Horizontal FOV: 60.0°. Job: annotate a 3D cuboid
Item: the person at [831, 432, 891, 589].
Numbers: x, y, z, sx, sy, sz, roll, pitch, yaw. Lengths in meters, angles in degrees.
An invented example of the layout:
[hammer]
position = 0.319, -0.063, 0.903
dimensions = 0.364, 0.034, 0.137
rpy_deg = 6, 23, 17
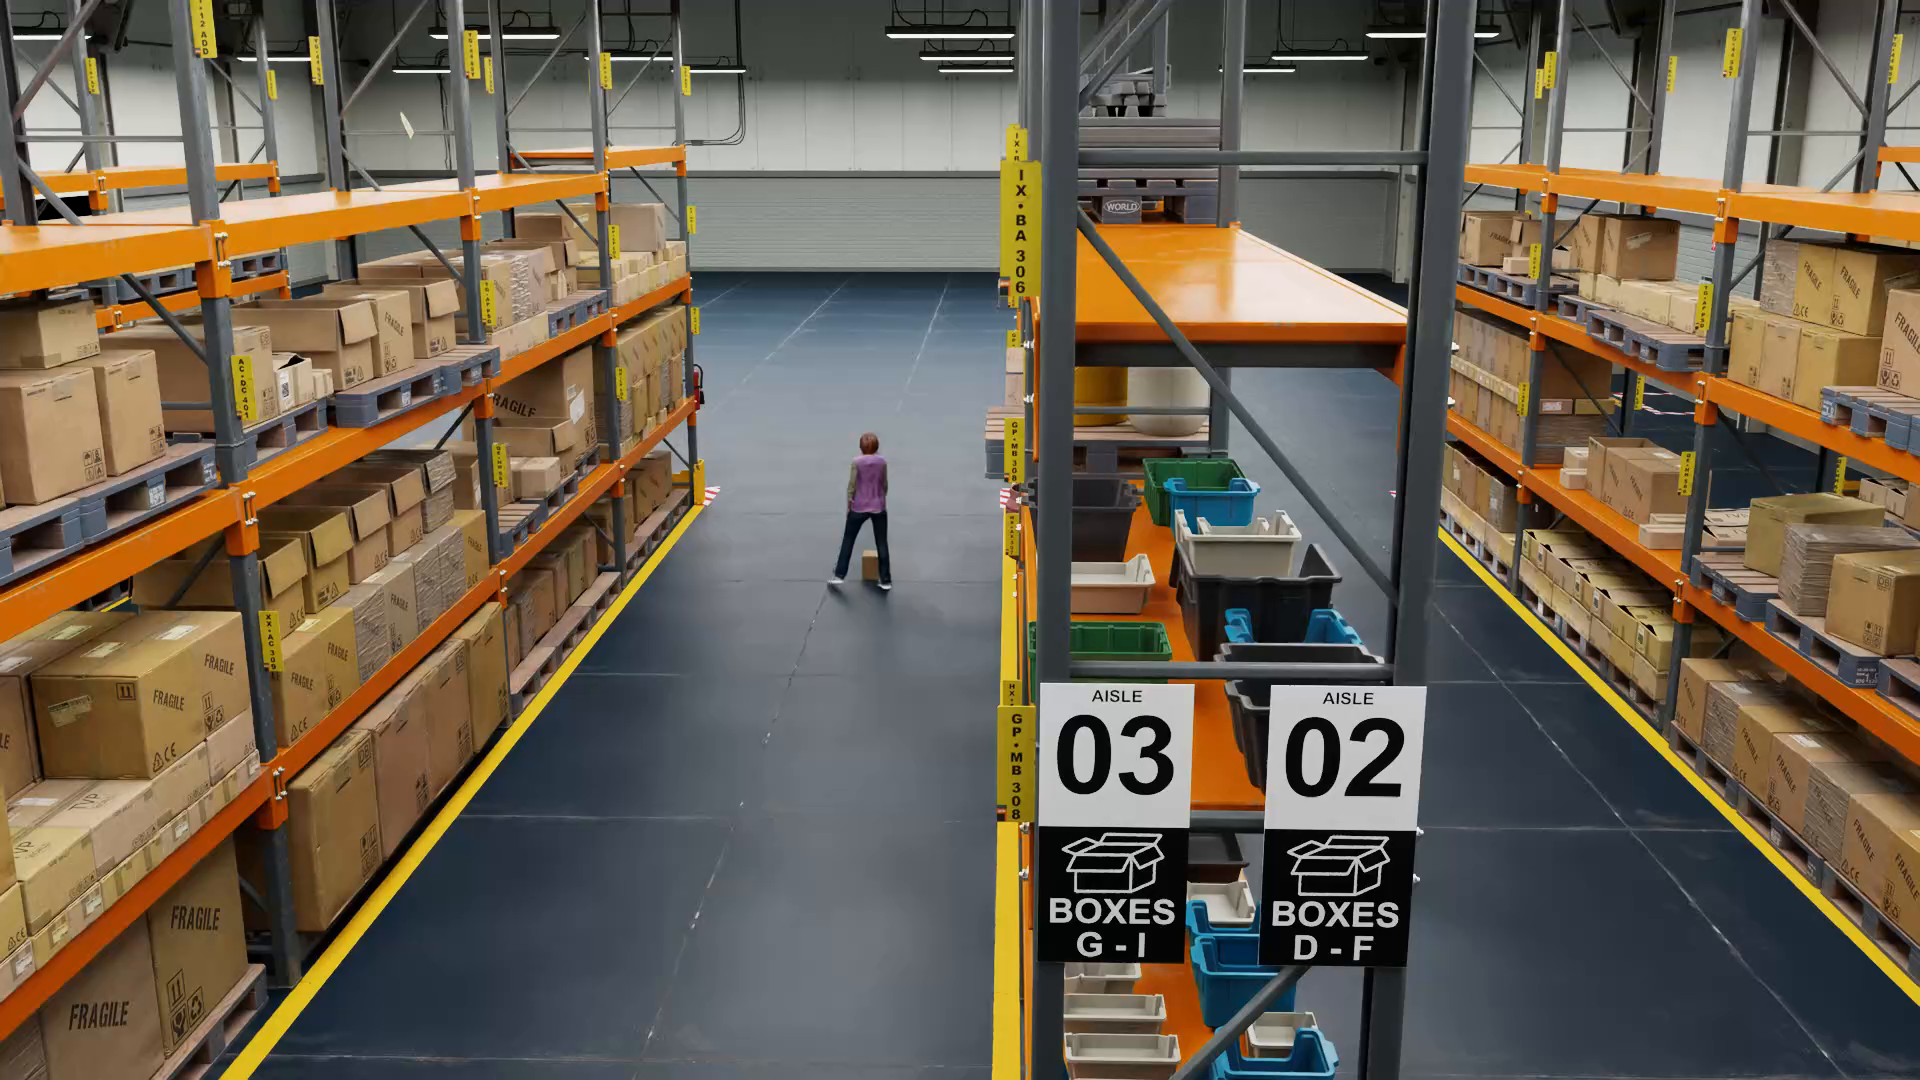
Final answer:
[person]
position = -0.999, -0.299, 16.671
dimensions = 0.565, 1.588, 0.502
rpy_deg = -3, 15, -13
